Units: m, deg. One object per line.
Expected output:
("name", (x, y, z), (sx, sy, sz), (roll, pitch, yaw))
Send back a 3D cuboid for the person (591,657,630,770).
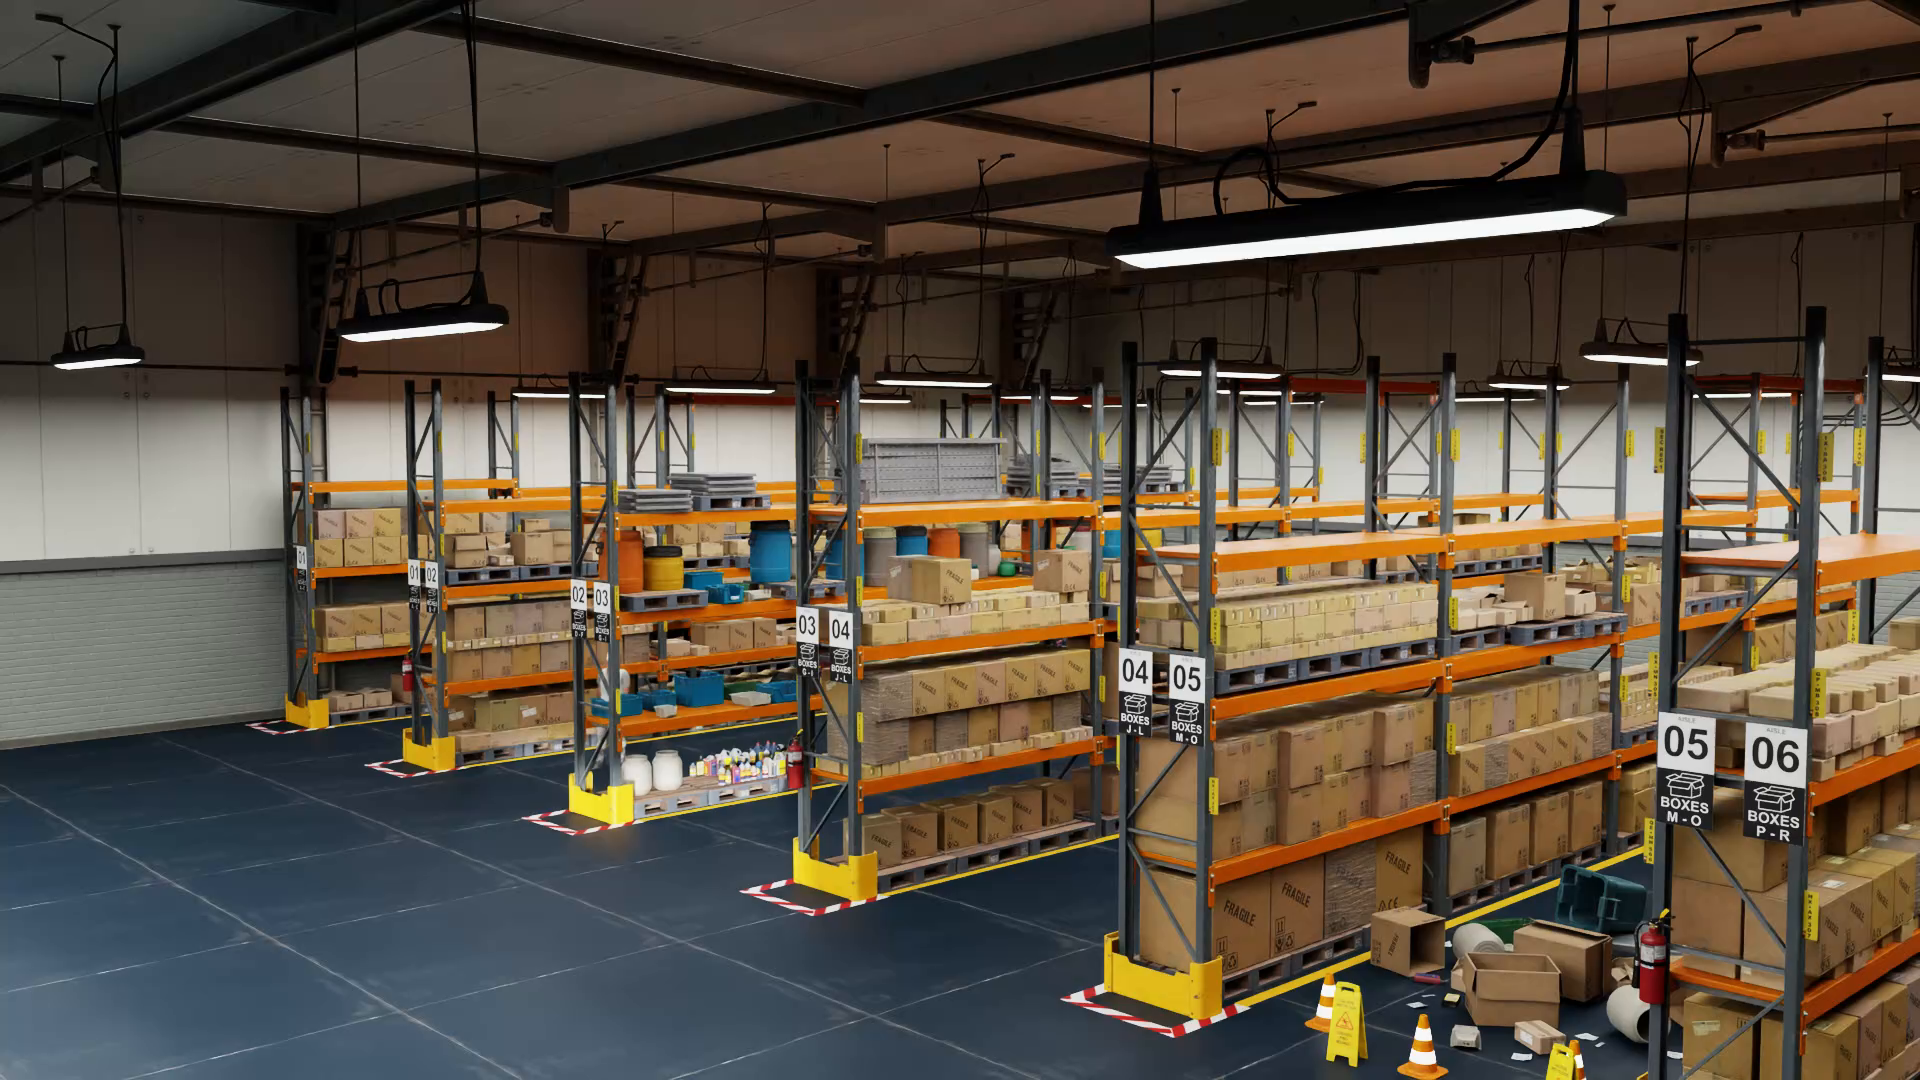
("person", (-5.403, 2.644, 25.796), (0.585, 1.854, 0.585), (0, 4, 3))
